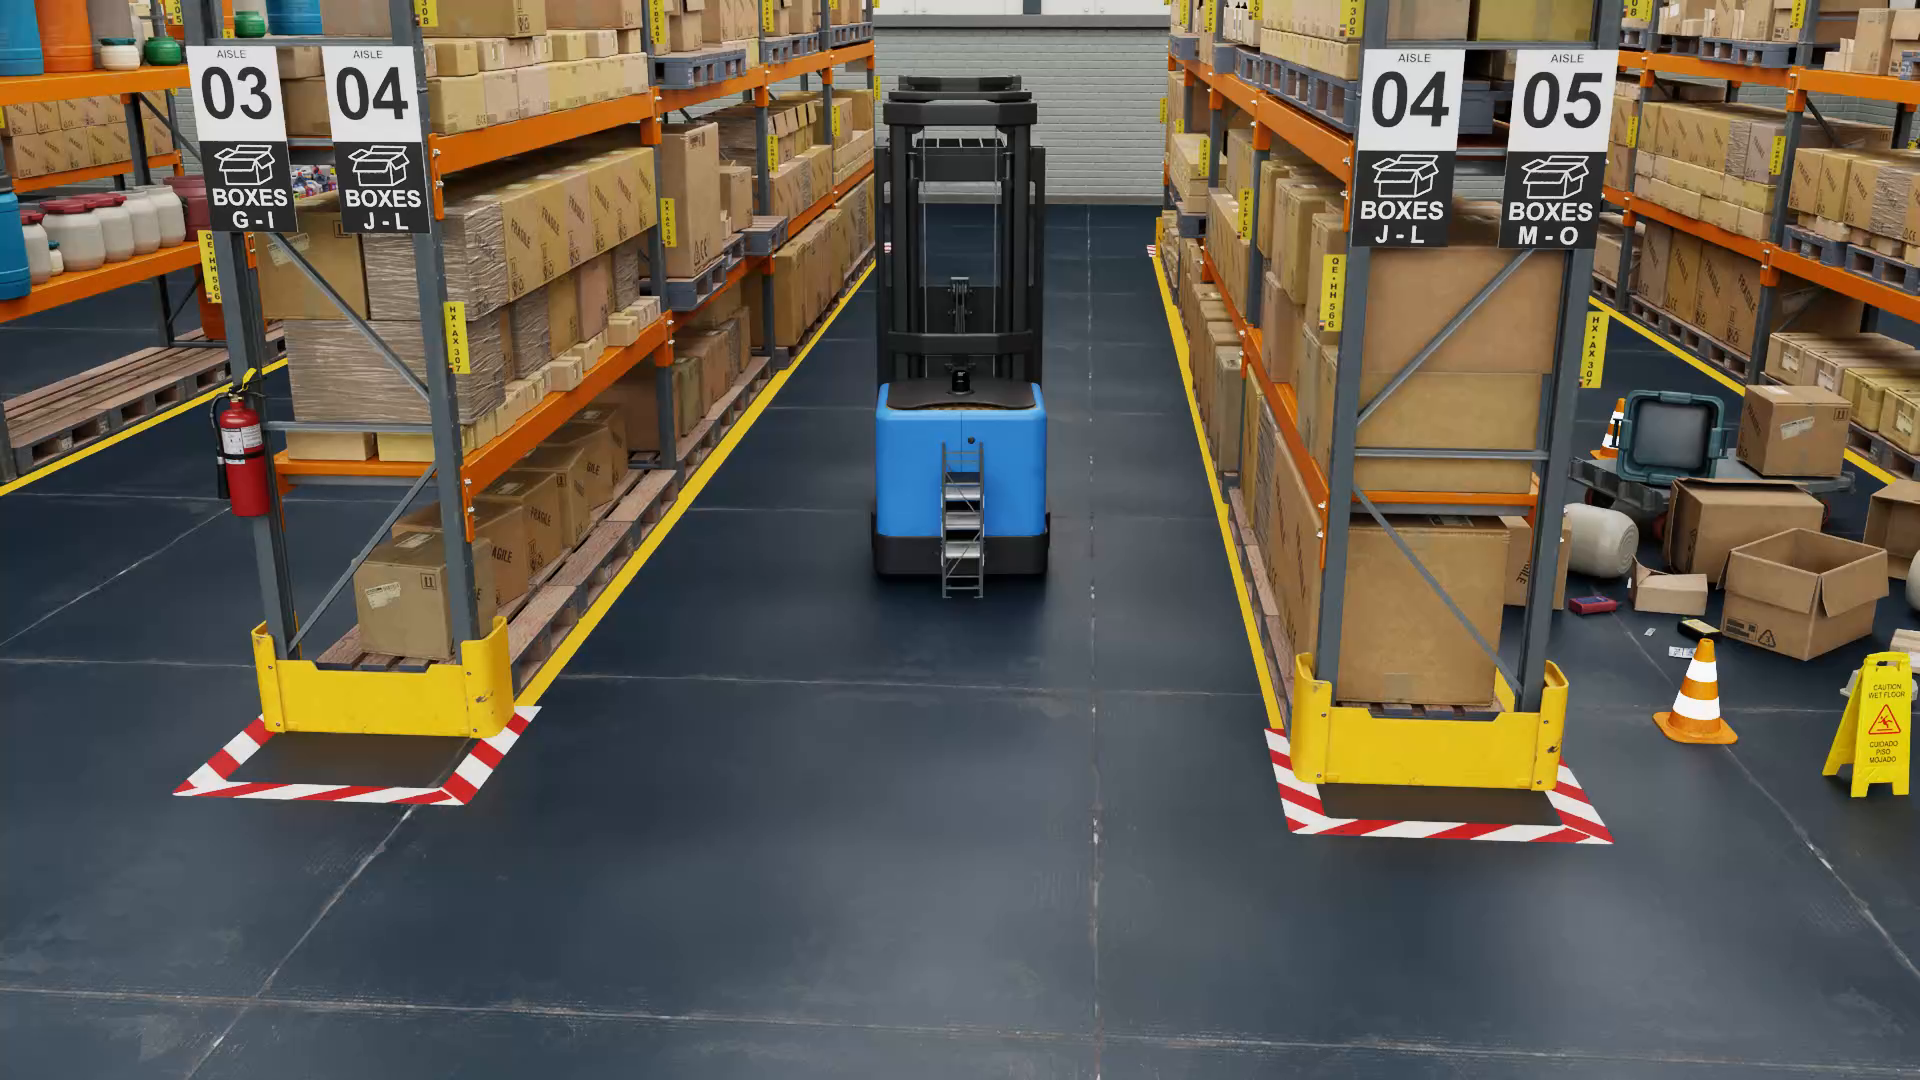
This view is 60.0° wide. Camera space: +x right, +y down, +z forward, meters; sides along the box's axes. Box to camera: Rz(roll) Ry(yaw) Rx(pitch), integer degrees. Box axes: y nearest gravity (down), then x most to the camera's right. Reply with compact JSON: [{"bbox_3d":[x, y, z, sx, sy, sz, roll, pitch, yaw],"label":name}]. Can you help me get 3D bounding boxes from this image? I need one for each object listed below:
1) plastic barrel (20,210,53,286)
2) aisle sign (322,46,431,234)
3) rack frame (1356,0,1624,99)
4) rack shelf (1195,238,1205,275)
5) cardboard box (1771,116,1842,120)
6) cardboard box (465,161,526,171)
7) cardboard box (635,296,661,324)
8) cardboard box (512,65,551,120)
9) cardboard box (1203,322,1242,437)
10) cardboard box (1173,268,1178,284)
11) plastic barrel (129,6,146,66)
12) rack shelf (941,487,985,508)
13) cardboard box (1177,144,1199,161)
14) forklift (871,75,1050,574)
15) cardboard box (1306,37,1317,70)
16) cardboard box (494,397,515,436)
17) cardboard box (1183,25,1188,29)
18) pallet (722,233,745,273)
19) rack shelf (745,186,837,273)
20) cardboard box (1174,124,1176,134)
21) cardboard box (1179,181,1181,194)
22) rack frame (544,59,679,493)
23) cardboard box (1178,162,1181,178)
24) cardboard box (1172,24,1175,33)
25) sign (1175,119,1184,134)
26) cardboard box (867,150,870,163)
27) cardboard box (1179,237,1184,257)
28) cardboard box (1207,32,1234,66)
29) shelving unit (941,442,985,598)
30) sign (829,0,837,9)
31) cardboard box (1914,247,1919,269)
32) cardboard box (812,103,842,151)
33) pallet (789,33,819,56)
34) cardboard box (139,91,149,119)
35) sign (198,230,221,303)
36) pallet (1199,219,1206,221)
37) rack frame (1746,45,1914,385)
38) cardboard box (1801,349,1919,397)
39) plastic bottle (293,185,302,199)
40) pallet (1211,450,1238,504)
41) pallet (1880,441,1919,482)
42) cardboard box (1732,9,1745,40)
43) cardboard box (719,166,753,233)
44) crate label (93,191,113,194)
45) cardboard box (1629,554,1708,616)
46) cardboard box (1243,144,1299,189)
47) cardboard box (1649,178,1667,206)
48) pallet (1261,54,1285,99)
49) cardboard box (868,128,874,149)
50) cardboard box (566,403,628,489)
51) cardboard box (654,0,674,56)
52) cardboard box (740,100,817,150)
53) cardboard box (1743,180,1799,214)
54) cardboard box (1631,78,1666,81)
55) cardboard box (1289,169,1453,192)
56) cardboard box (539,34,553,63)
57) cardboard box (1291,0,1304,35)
[{"bbox_3d":[-7.179,-2.222,12.668,0.433,0.535,0.433,0,18,0],"label":"plastic barrel"},{"bbox_3d":[-2.518,-1.721,7.184,0.394,0.787,0.004,1,18,4],"label":"aisle sign"},{"bbox_3d":[2.127,-3.221,6.301,1.000,3.000,0.127,1,18,4],"label":"rack frame"},{"bbox_3d":[2.844,-3.134,16.825,1.077,0.370,4.000,1,18,4],"label":"rack shelf"},{"bbox_3d":[8.003,-3.760,15.816,0.500,0.500,0.500,2,18,5],"label":"cardboard box"},{"bbox_3d":[-2.883,-1.974,9.885,0.500,0.500,0.500,1,18,4],"label":"cardboard box"},{"bbox_3d":[-2.248,-1.562,11.275,0.380,0.149,0.250,1,18,4],"label":"cardboard box"},{"bbox_3d":[-2.450,-2.324,8.622,0.500,0.250,0.500,1,18,4],"label":"cardboard box"},{"bbox_3d":[2.442,-1.237,12.820,1.050,0.750,0.750,1,18,4],"label":"cardboard box"},{"bbox_3d":[2.676,-3.071,19.382,0.380,0.149,0.250,2,18,5],"label":"cardboard box"},{"bbox_3d":[-7.508,-4.496,14.830,0.421,0.512,0.421,0,18,0],"label":"plastic barrel"},{"bbox_3d":[0.015,-0.256,9.787,0.258,0.077,0.200,0,18,-1],"label":"rack shelf"},{"bbox_3d":[2.409,-3.946,16.922,0.380,0.149,0.250,2,18,6],"label":"cardboard box"},{"bbox_3d":[-0.006,-1.589,11.065,1.130,2.935,3.031,0,18,-1],"label":"forklift"},{"bbox_3d":[1.886,-2.350,8.029,0.380,0.149,0.250,1,18,3],"label":"cardboard box"},{"bbox_3d":[-2.485,-0.630,8.433,0.380,0.149,0.250,1,18,4],"label":"cardboard box"},{"bbox_3d":[2.767,-5.838,18.542,0.500,0.250,0.500,0,18,1],"label":"cardboard box"},{"bbox_3d":[-2.341,-2.290,13.402,1.003,0.211,1.213,1,18,4],"label":"pallet"},{"bbox_3d":[-2.096,-3.276,17.259,1.077,0.370,4.000,1,18,4],"label":"rack shelf"},{"bbox_3d":[2.779,-4.604,19.517,0.500,0.500,0.500,1,18,2],"label":"cardboard box"},{"bbox_3d":[2.375,-3.496,16.505,0.380,0.149,0.250,2,18,6],"label":"cardboard box"},{"bbox_3d":[-2.526,-1.754,11.460,1.000,3.000,0.127,1,18,4],"label":"rack frame"},{"bbox_3d":[2.390,-3.721,16.712,0.380,0.149,0.250,1,18,3],"label":"cardboard box"},{"bbox_3d":[2.945,-6.396,21.049,0.500,0.250,0.500,2,18,6],"label":"cardboard box"},{"bbox_3d":[2.445,-4.518,18.504,0.100,0.325,0.005,1,18,4],"label":"sign"},{"bbox_3d":[-1.399,-5.085,22.027,0.380,0.149,0.250,1,18,4],"label":"cardboard box"},{"bbox_3d":[2.671,-3.241,18.133,0.500,0.250,0.500,0,18,1],"label":"cardboard box"},{"bbox_3d":[2.488,-4.511,14.893,0.500,0.500,0.500,1,18,4],"label":"cardboard box"},{"bbox_3d":[0.015,-0.116,9.833,0.258,0.900,0.210,0,18,-1],"label":"shelving unit"},{"bbox_3d":[-1.411,-6.051,18.418,0.100,0.325,0.005,1,18,4],"label":"sign"},{"bbox_3d":[7.154,-2.021,12.002,0.380,0.149,0.250,1,18,4],"label":"cardboard box"},{"bbox_3d":[-1.663,-4.808,19.339,0.500,0.500,0.500,1,18,4],"label":"cardboard box"},{"bbox_3d":[-1.969,-5.288,17.733,0.805,0.209,1.217,1,18,2],"label":"pallet"},{"bbox_3d":[-11.340,-5.925,22.421,0.500,0.500,0.500,2,18,5],"label":"cardboard box"},{"bbox_3d":[-3.365,-1.231,7.496,0.100,0.325,0.005,1,18,4],"label":"sign"},{"bbox_3d":[2.802,-3.379,16.726,1.003,0.211,1.213,1,18,4],"label":"pallet"},{"bbox_3d":[7.645,-2.775,14.576,1.000,3.000,0.127,1,18,4],"label":"rack frame"},{"bbox_3d":[7.550,-1.322,13.685,0.950,0.372,0.625,1,18,3],"label":"cardboard box"},{"bbox_3d":[-6.731,-3.465,16.888,0.097,0.271,0.097,0,18,0],"label":"plastic bottle"},{"bbox_3d":[2.394,-0.528,12.197,1.003,0.211,1.213,1,18,4],"label":"pallet"},{"bbox_3d":[7.413,-0.450,11.957,1.003,0.211,1.213,1,18,4],"label":"pallet"},{"bbox_3d":[7.395,-4.772,15.394,0.396,0.266,0.258,1,18,3],"label":"cardboard box"},{"bbox_3d":[-2.179,-2.900,14.120,0.700,0.500,0.500,4,19,12],"label":"cardboard box"},{"bbox_3d":[-7.521,-2.821,14.660,0.502,0.435,0.616,1,18,4],"label":"crate label"},{"bbox_3d":[4.128,0.262,9.697,0.396,0.266,0.258,4,19,13],"label":"cardboard box"},{"bbox_3d":[2.553,-2.763,12.771,0.700,0.500,0.500,1,18,3],"label":"cardboard box"},{"bbox_3d":[7.601,-3.655,17.501,0.500,0.250,0.500,1,18,3],"label":"cardboard box"},{"bbox_3d":[2.345,-2.742,9.798,1.003,0.211,1.213,1,18,4],"label":"pallet"},{"bbox_3d":[-1.436,-5.395,22.333,0.500,0.250,0.500,1,18,3],"label":"cardboard box"},{"bbox_3d":[-2.595,-0.643,11.407,0.500,0.500,0.500,1,18,2],"label":"cardboard box"},{"bbox_3d":[-2.394,-3.572,11.350,0.797,0.503,0.637,0,18,1],"label":"cardboard box"},{"bbox_3d":[-1.990,-4.565,18.265,0.797,0.503,0.637,1,18,2],"label":"cardboard box"},{"bbox_3d":[7.426,-3.098,14.998,0.500,0.250,0.500,1,18,4],"label":"cardboard box"},{"bbox_3d":[8.318,-5.496,20.072,0.380,0.149,0.250,2,18,6],"label":"cardboard box"},{"bbox_3d":[2.430,-1.909,9.958,0.875,0.550,0.550,1,18,4],"label":"cardboard box"},{"bbox_3d":[-2.458,-2.699,9.127,0.380,0.149,0.250,1,18,2],"label":"cardboard box"},{"bbox_3d":[1.994,-2.739,8.574,0.500,0.250,0.500,1,18,4],"label":"cardboard box"}]
